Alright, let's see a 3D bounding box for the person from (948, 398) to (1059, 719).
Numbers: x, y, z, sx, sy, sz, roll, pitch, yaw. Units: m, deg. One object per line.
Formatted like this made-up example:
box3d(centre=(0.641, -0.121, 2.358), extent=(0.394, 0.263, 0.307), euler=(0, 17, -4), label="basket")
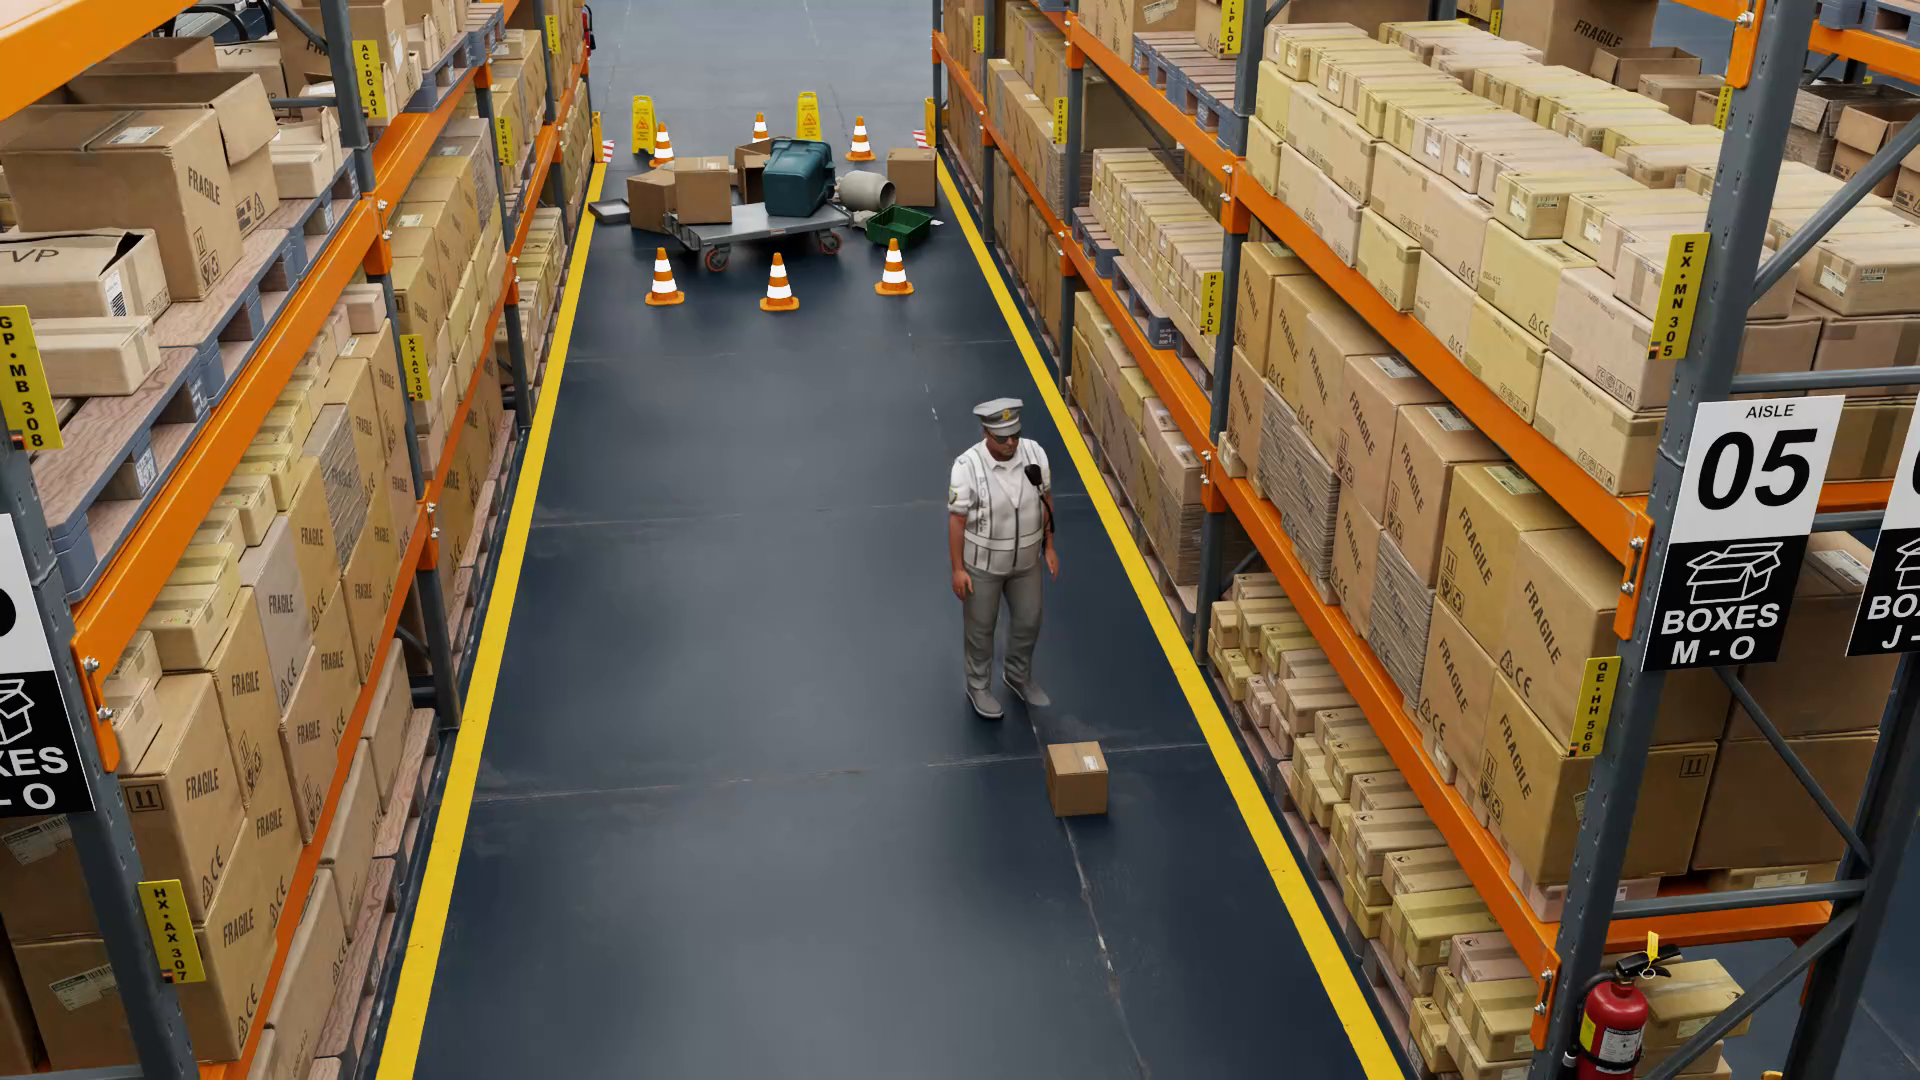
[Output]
box3d(centre=(0.217, 0.110, 8.413), extent=(0.579, 1.813, 0.408), euler=(-10, 29, -19), label="person")
